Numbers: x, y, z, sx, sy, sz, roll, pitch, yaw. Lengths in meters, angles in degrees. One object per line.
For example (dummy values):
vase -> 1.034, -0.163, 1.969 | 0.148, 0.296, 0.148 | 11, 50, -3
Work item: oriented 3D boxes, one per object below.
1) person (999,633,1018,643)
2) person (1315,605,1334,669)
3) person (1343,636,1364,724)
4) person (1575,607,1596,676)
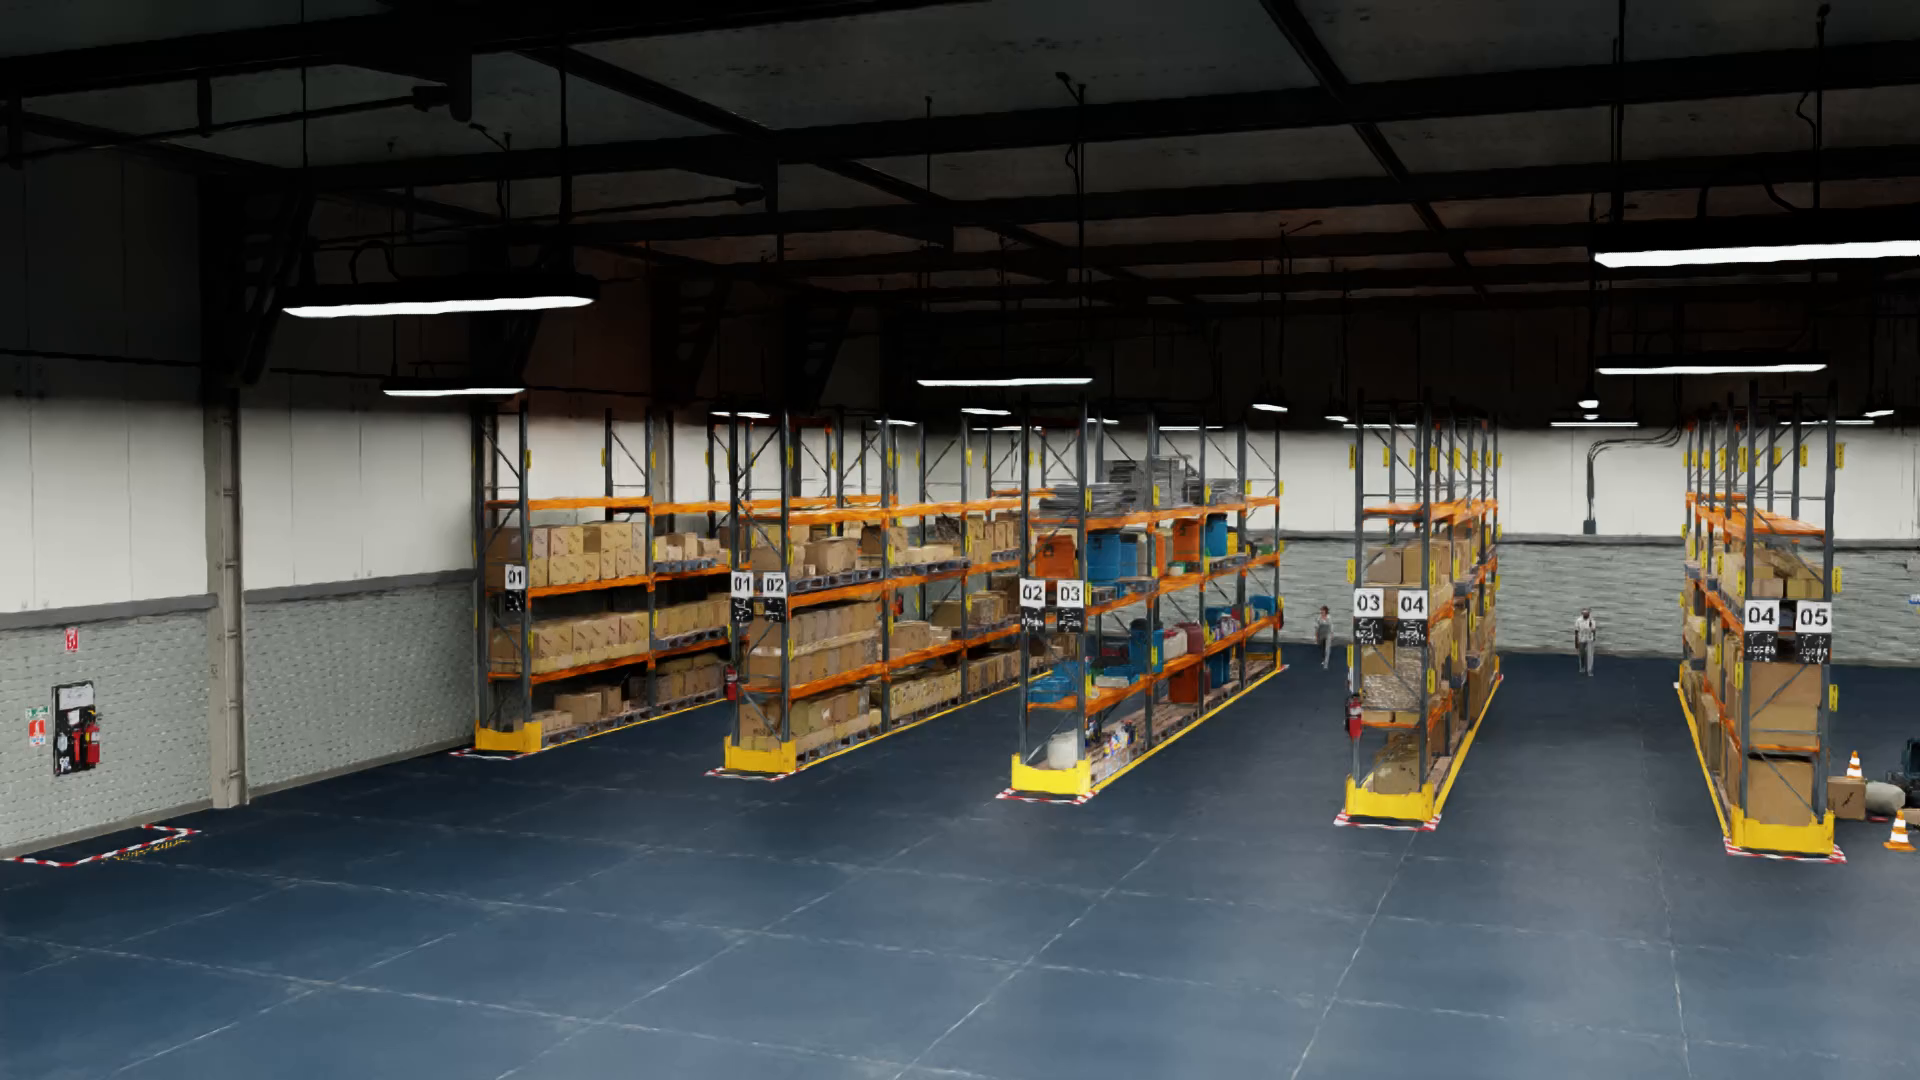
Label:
person -> 1.290, 2.002, 43.314 | 0.705, 1.758, 0.501 | -2, 3, -37
person -> 8.706, 2.296, 39.759 | 0.417, 1.517, 1.036 | 1, 3, 24
person -> 7.358, 2.592, 30.867 | 0.630, 1.773, 0.697 | 2, 3, 35
person -> 14.464, 2.319, 38.473 | 0.447, 1.589, 1.088 | 1, 3, 23
